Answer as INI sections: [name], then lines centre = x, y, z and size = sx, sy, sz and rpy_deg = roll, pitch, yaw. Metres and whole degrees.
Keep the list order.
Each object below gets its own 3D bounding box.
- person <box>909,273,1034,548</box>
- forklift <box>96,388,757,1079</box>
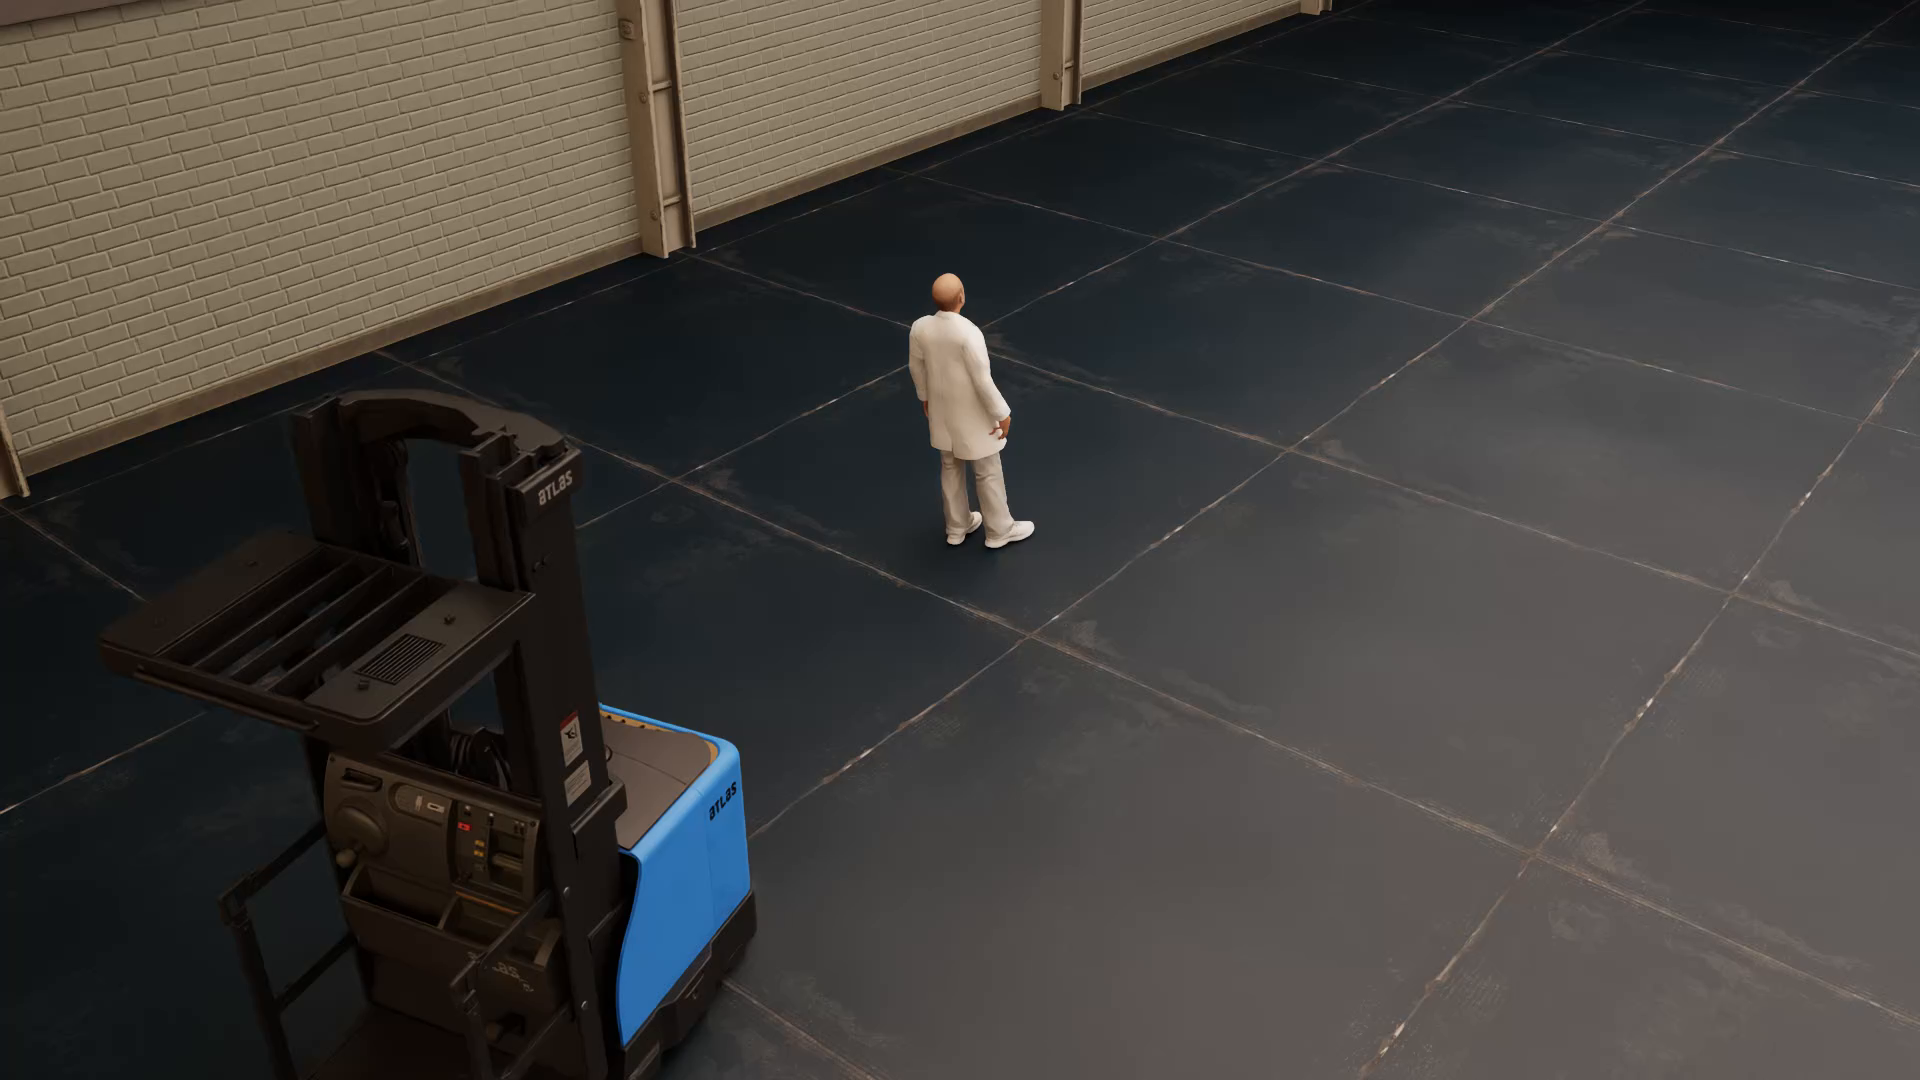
[person]
centre = 0.061, -0.808, 10.106
size = 0.696, 1.776, 0.581
rpy_deg = 22, 37, 33
[forklift]
centre = -1.964, 1.087, 5.735
size = 1.130, 2.935, 3.031
rpy_deg = 13, 33, 21
